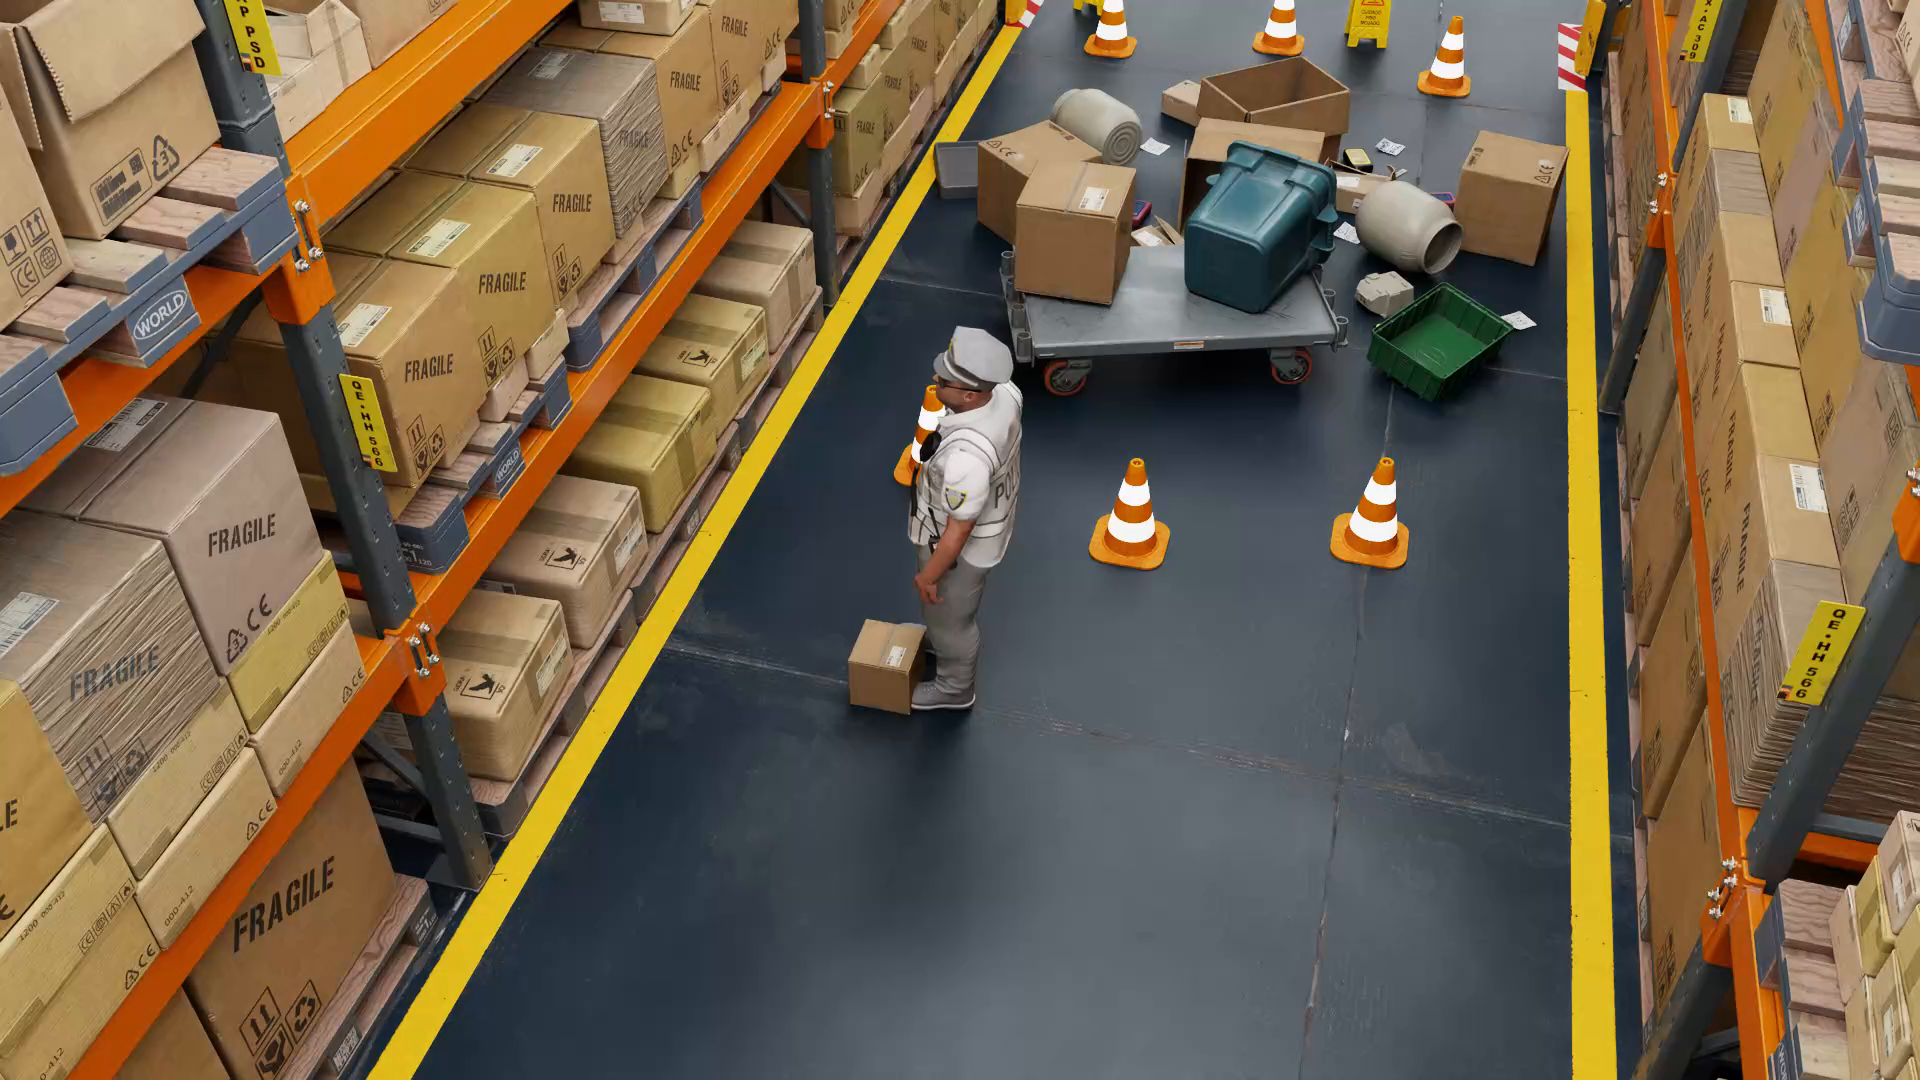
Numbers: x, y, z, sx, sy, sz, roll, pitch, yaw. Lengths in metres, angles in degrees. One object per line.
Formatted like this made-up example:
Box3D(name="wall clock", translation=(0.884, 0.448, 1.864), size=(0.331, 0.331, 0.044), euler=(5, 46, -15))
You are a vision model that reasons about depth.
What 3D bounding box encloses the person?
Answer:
Box3D(name="person", translation=(-0.077, -0.058, 6.182), size=(0.573, 1.782, 0.642), euler=(10, 42, 11))
